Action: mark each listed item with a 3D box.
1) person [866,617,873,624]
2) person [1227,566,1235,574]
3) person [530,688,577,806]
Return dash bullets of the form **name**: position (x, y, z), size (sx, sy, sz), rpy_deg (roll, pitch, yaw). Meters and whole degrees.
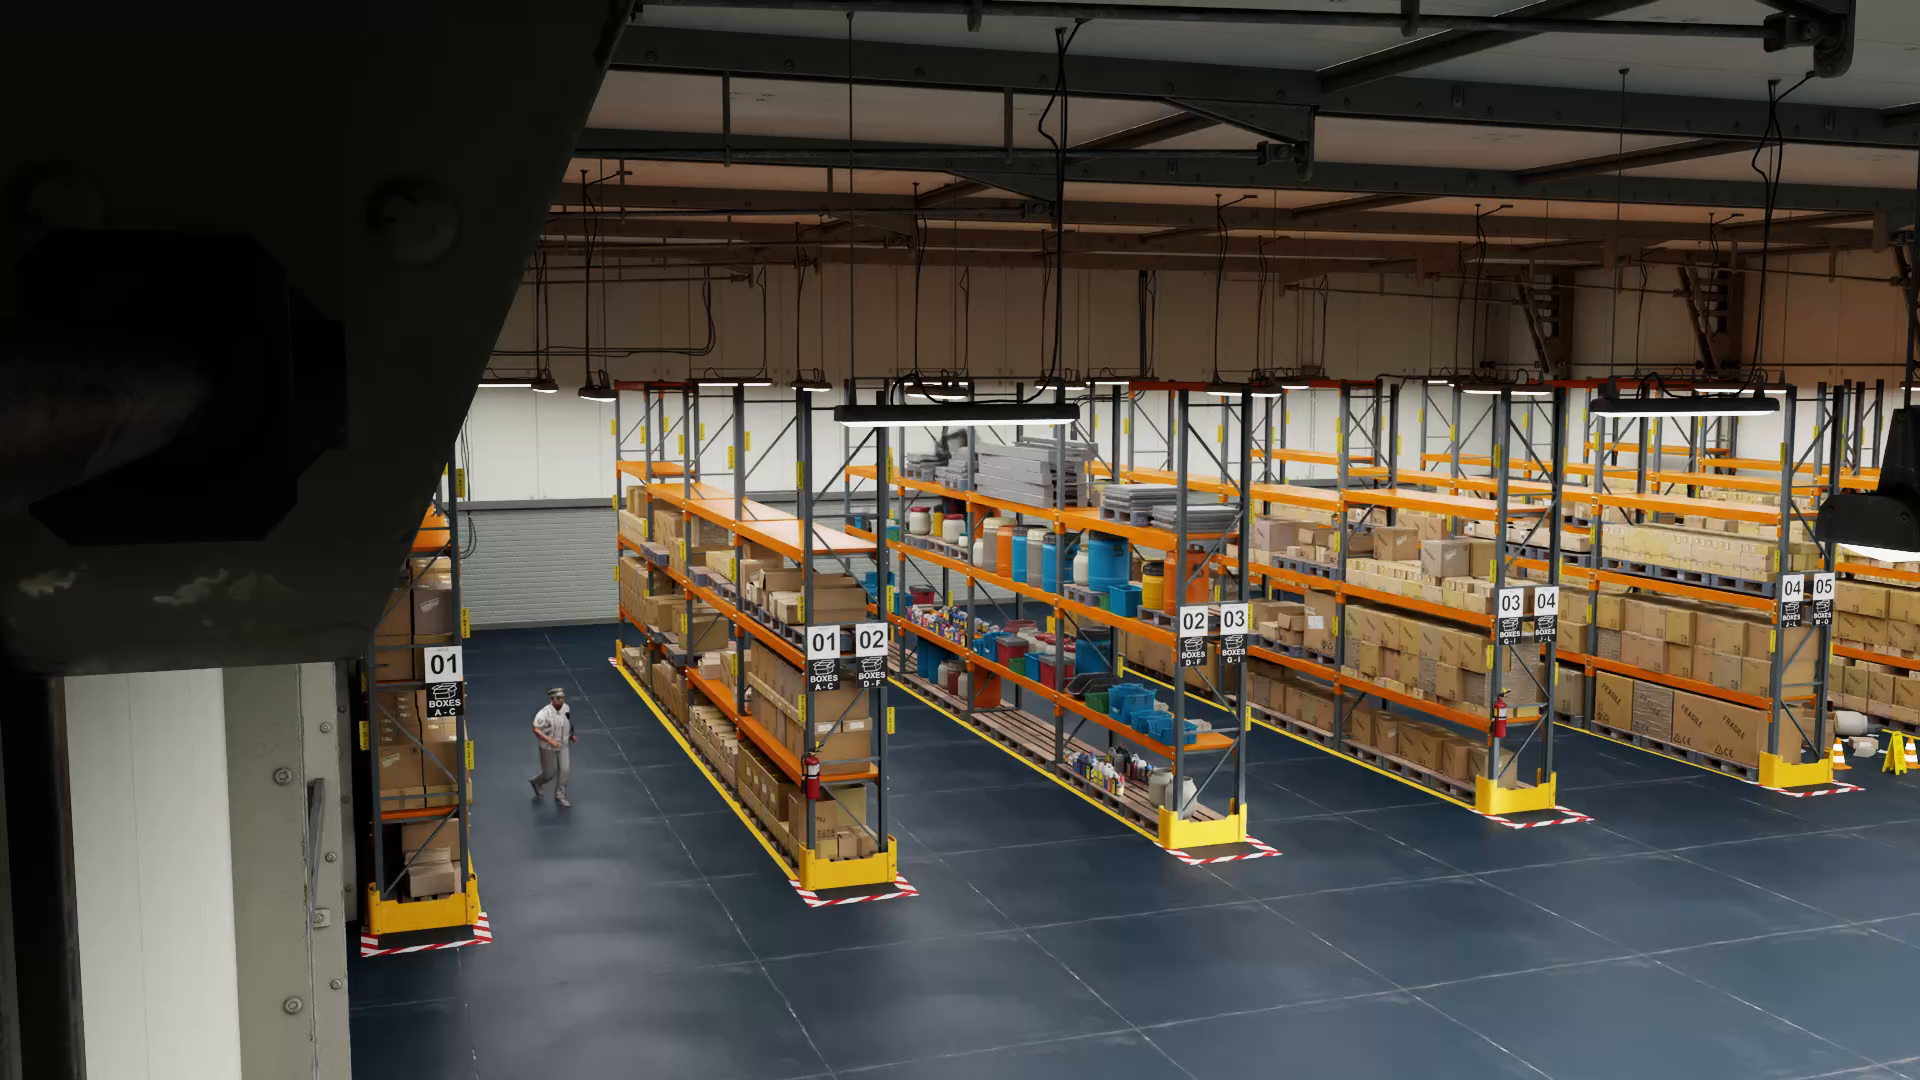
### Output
- **person**: position (-1.864, 2.197, 32.009), size (0.630, 1.518, 0.848), rpy_deg (-5, 8, -39)
- **person**: position (6.596, 1.155, 41.259), size (0.556, 1.702, 0.776), rpy_deg (4, 7, 32)
- **person**: position (-5.909, 2.949, 23.984), size (0.801, 1.728, 0.662), rpy_deg (6, 8, 44)
